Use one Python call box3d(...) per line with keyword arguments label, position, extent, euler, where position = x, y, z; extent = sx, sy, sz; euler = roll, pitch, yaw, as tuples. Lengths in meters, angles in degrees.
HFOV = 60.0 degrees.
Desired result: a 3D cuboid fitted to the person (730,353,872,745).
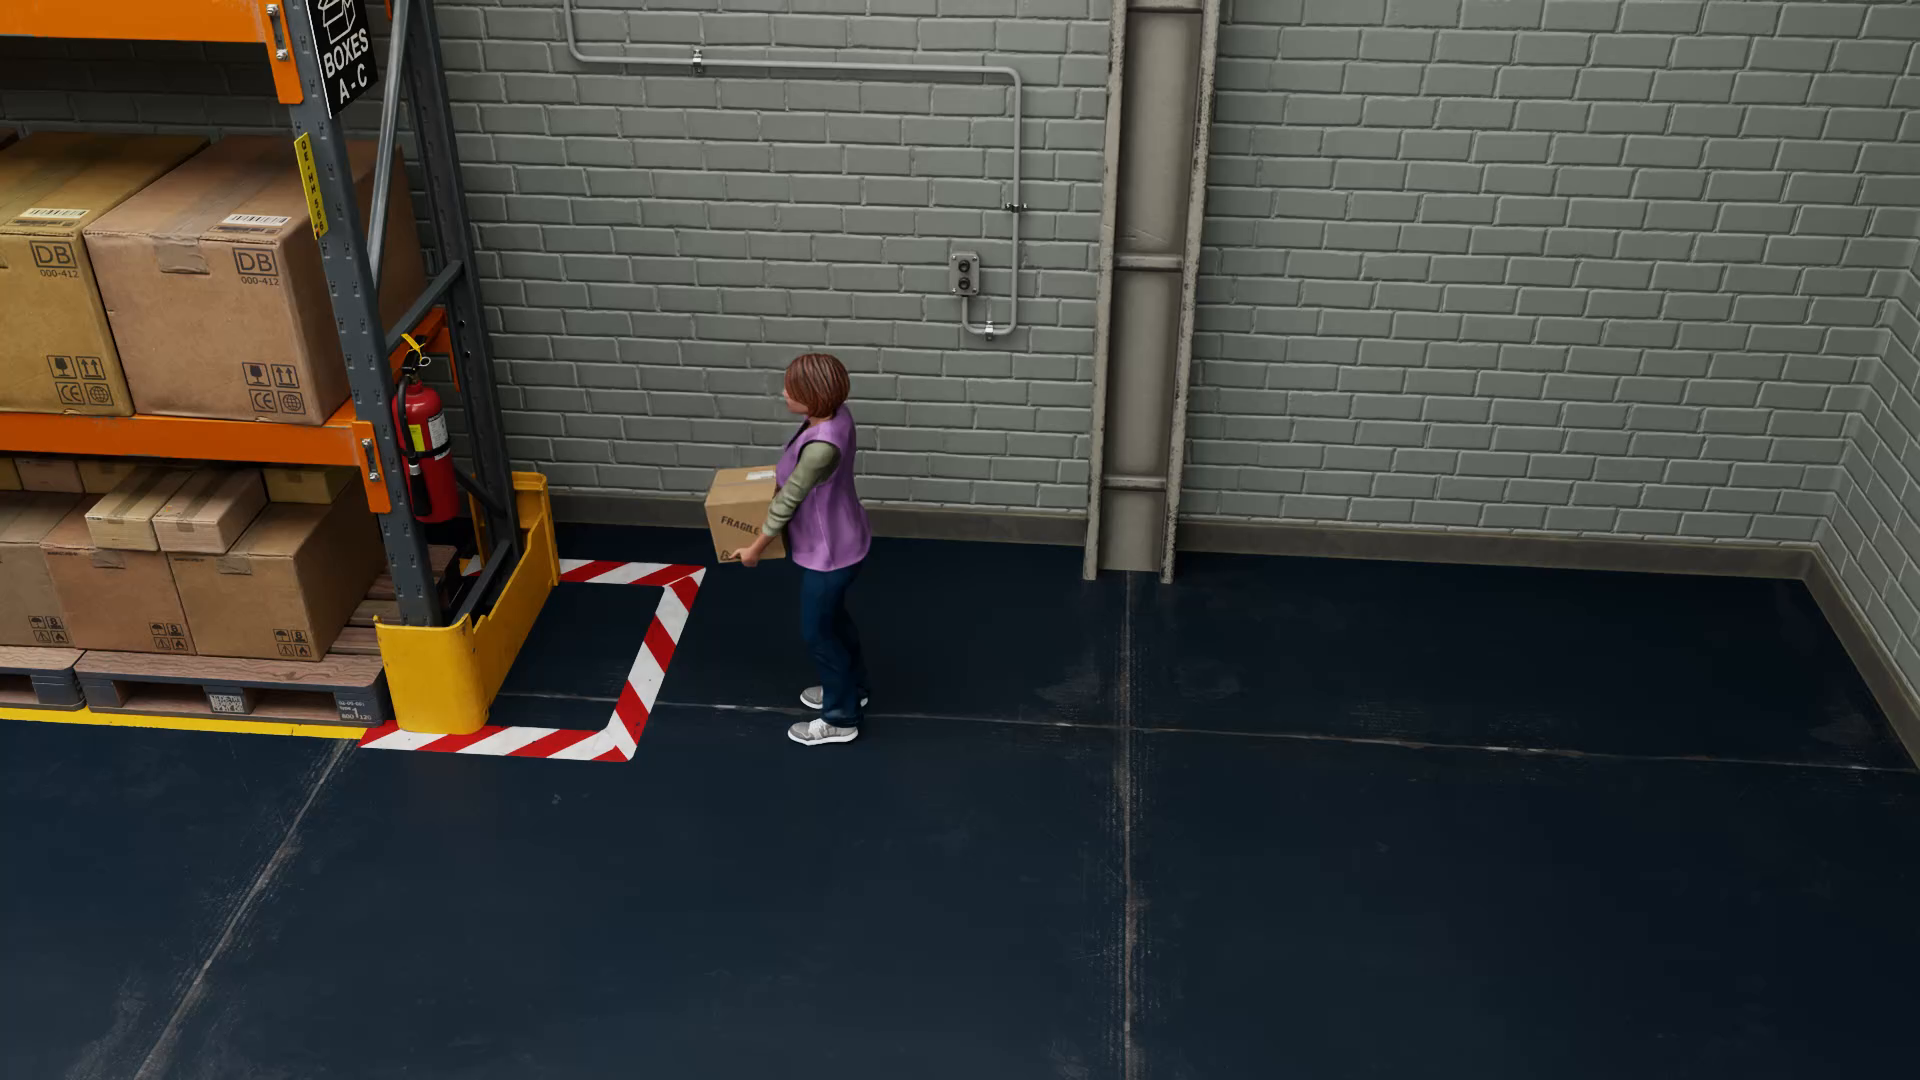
box3d(label="person", position=(-0.571, 0.037, 6.092), extent=(0.500, 1.599, 0.375), euler=(2, 32, 3))
